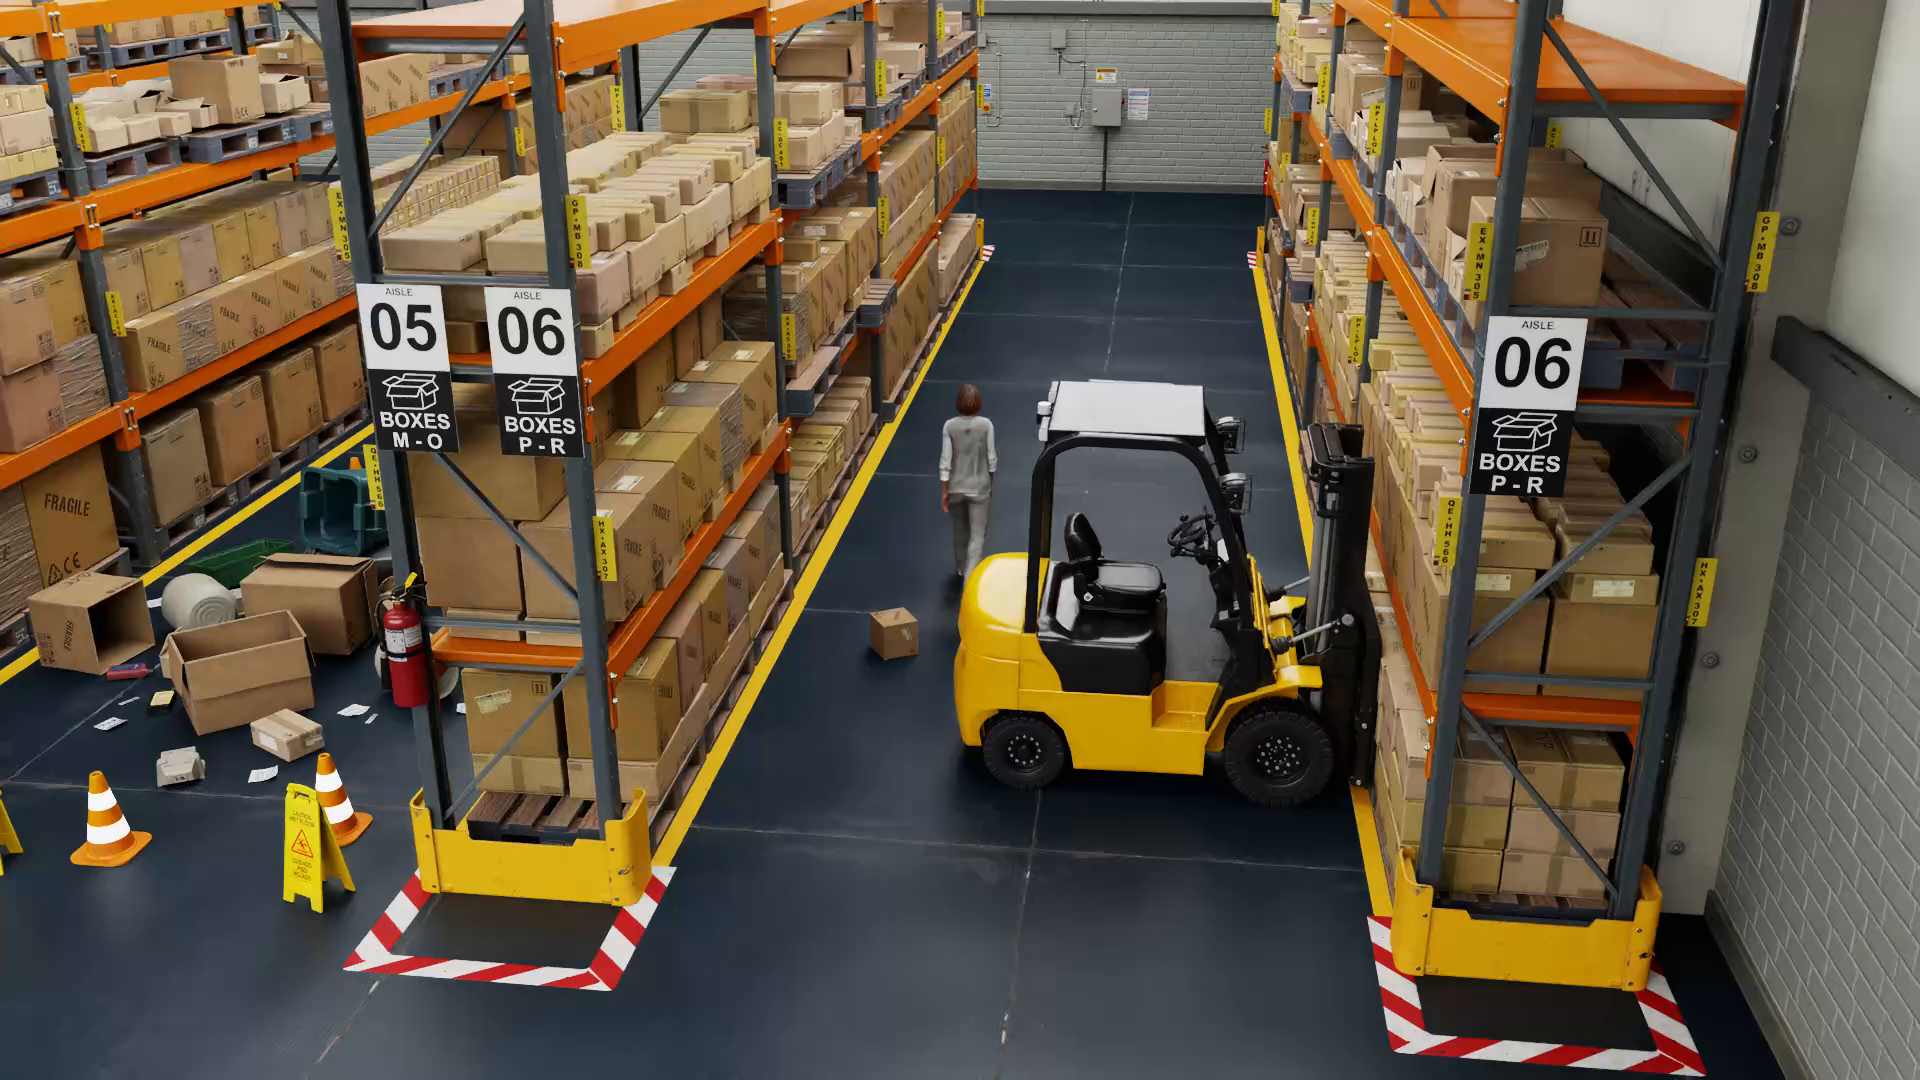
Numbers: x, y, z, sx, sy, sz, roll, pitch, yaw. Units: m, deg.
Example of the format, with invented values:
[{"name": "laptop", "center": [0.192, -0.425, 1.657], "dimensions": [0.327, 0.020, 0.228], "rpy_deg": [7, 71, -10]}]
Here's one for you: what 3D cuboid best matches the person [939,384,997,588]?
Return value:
[{"name": "person", "center": [0.058, -0.353, 12.030], "dimensions": [0.409, 1.519, 0.956], "rpy_deg": [2, 22, 6]}]
